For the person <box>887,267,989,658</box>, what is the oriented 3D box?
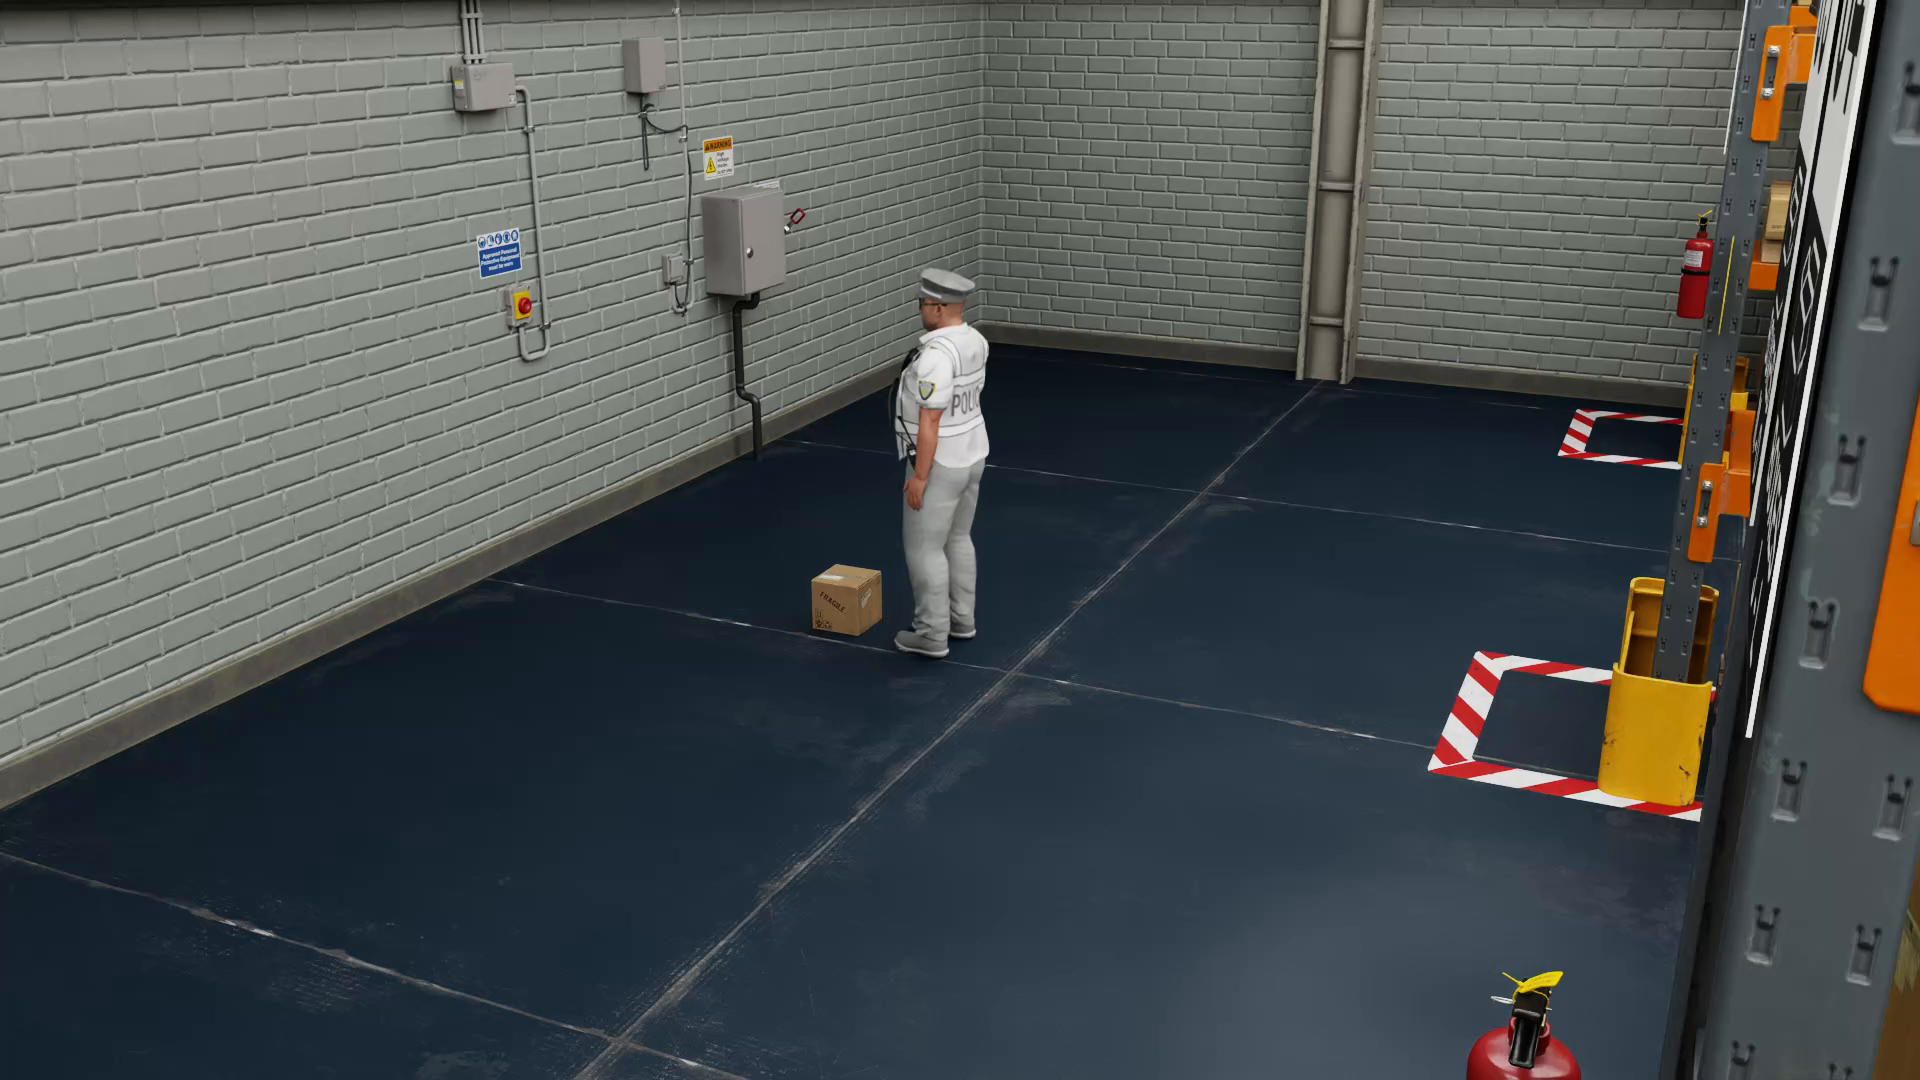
[{"bbox_3d":[-0.087,-0.357,7.581,0.394,1.769,0.540,8,21,23],"label":"person"}]
